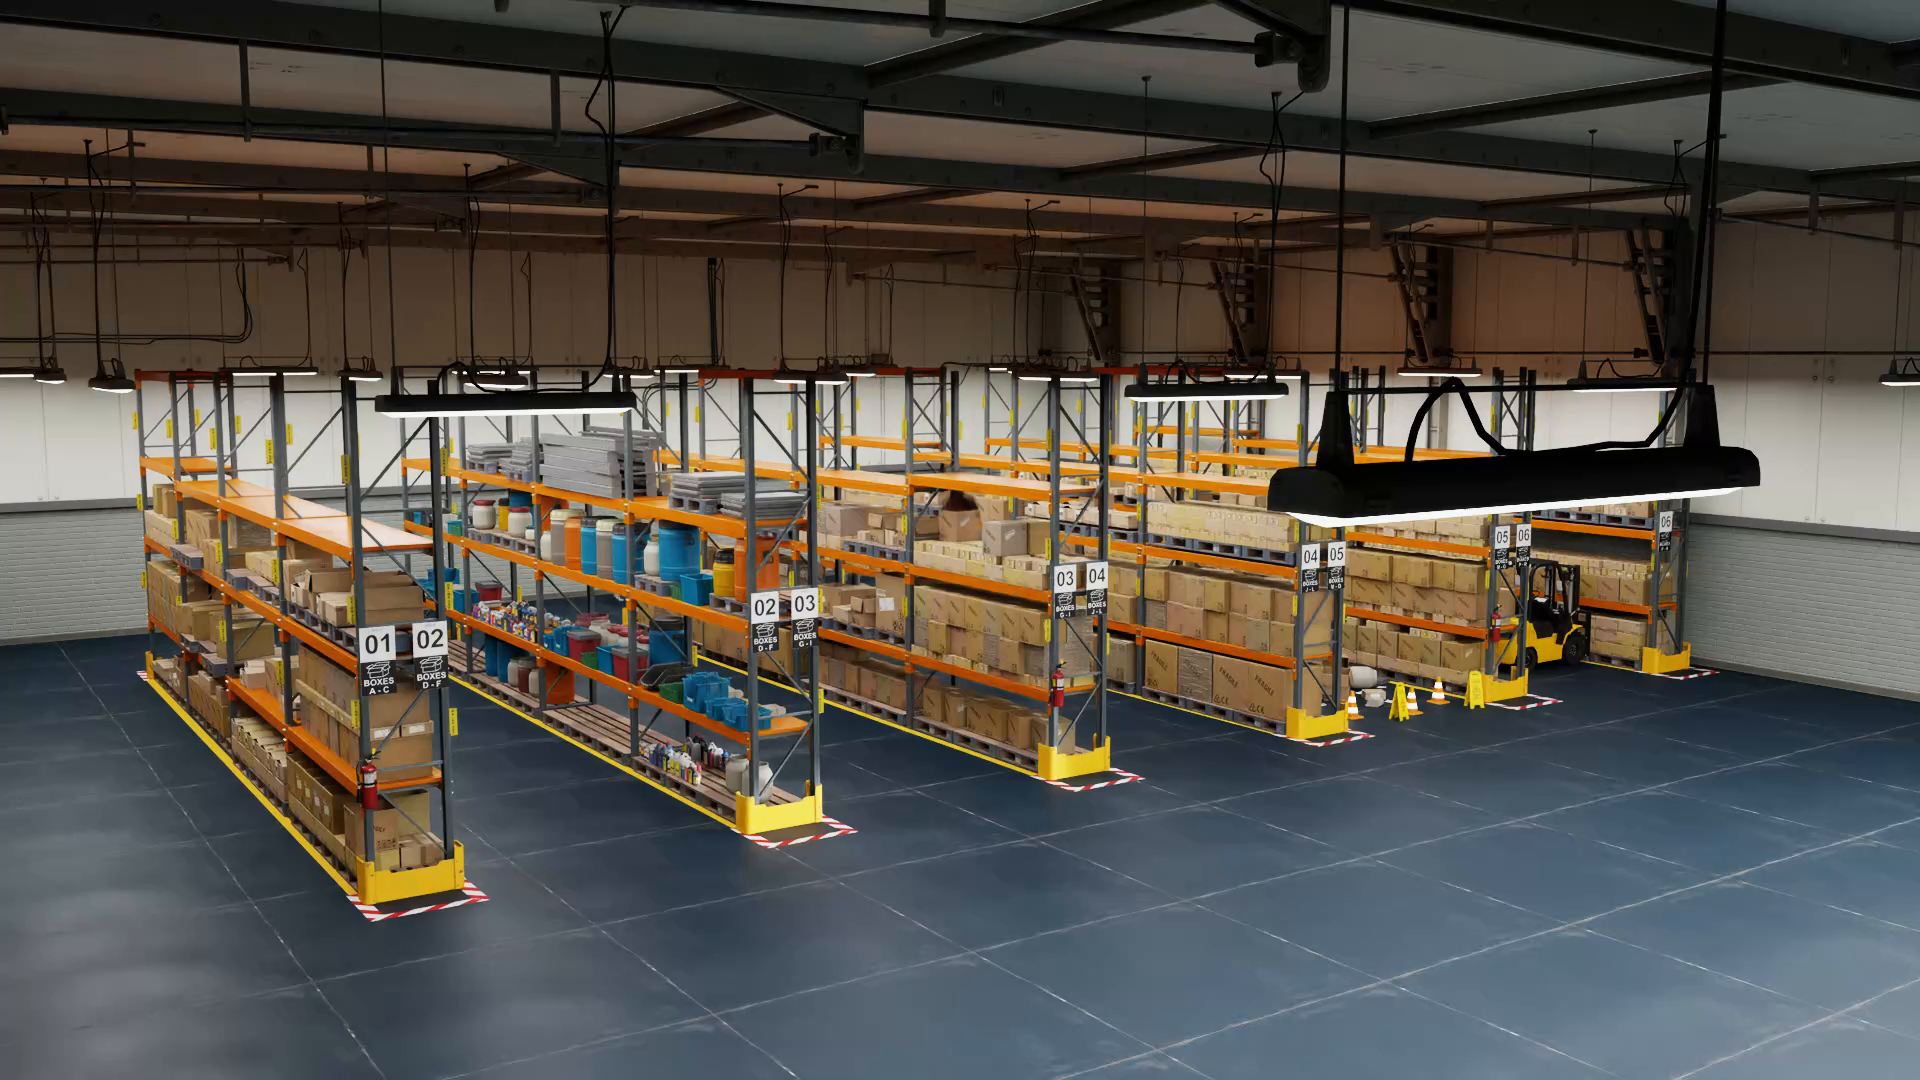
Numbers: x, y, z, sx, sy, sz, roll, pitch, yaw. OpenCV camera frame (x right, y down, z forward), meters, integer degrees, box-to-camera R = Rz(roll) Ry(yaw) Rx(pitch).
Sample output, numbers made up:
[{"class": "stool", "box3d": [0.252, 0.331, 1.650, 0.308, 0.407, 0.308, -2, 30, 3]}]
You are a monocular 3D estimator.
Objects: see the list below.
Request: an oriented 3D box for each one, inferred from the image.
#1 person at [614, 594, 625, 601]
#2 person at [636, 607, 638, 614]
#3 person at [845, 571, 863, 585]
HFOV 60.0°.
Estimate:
[{"class": "person", "box3d": [-8.265, 0.764, 41.989, 0.954, 1.641, 0.546, -1, 7, -11]}, {"class": "person", "box3d": [-7.533, 0.929, 39.984, 0.615, 1.742, 0.964, 0, 6, 1]}, {"class": "person", "box3d": [-2.822, 0.705, 42.154, 1.053, 1.713, 0.684, -2, 7, -19]}]
